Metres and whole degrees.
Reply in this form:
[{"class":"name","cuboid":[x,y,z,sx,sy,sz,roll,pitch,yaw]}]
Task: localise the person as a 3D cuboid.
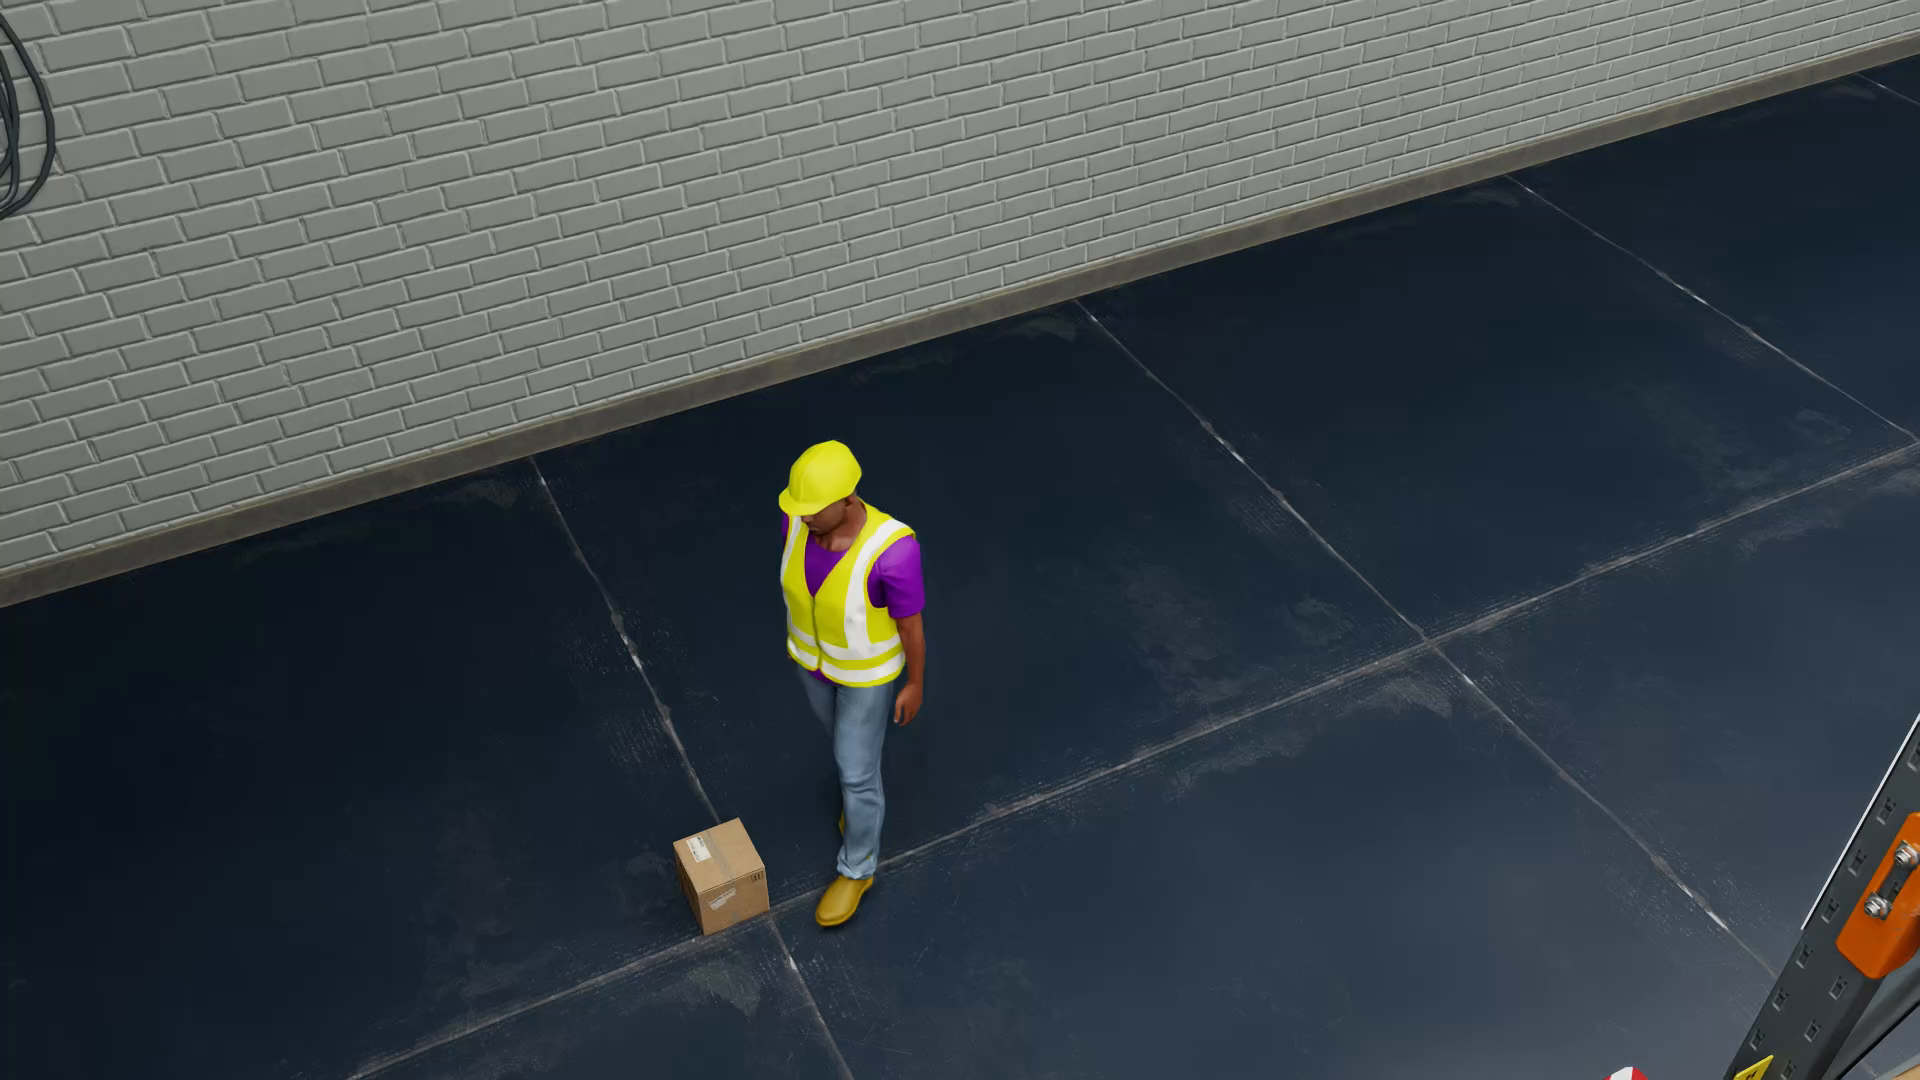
[{"class":"person","cuboid":[-0.461,0.474,5.587,0.598,1.762,0.692,23,46,24]}]
